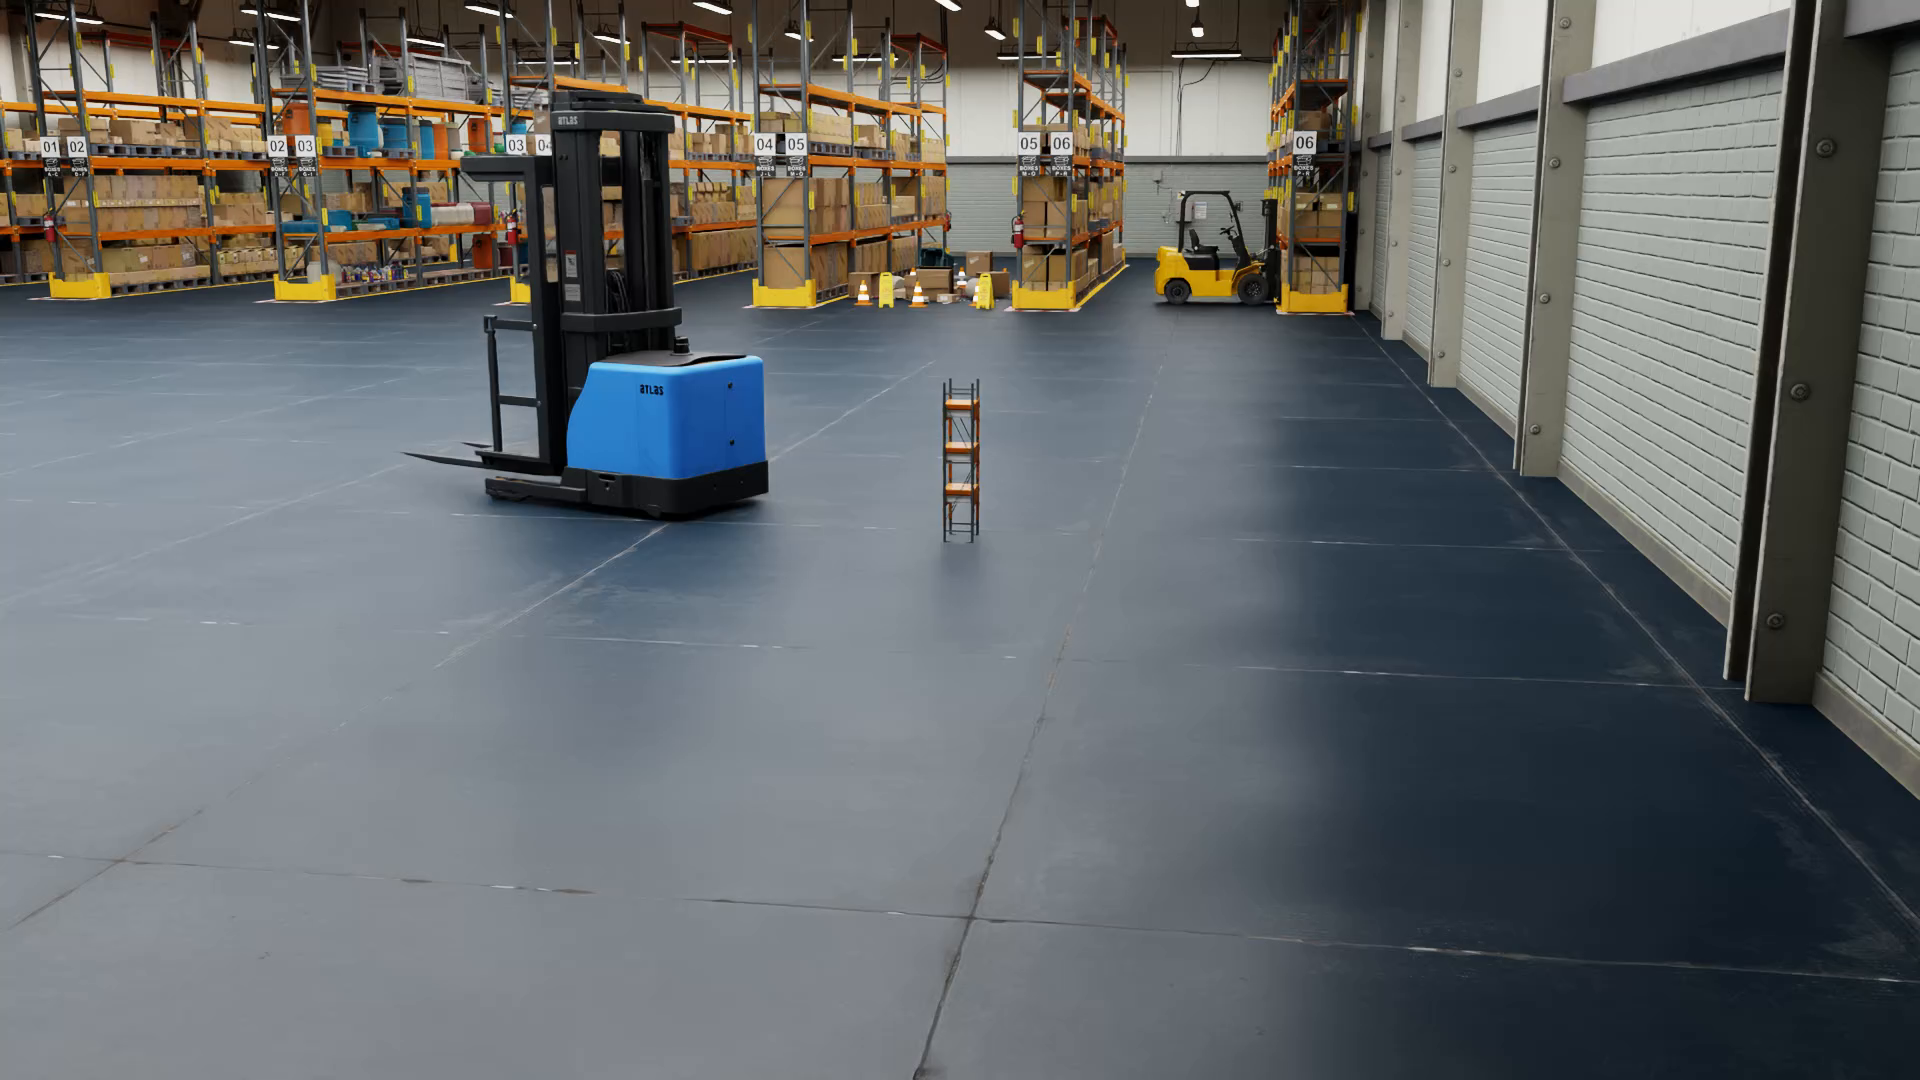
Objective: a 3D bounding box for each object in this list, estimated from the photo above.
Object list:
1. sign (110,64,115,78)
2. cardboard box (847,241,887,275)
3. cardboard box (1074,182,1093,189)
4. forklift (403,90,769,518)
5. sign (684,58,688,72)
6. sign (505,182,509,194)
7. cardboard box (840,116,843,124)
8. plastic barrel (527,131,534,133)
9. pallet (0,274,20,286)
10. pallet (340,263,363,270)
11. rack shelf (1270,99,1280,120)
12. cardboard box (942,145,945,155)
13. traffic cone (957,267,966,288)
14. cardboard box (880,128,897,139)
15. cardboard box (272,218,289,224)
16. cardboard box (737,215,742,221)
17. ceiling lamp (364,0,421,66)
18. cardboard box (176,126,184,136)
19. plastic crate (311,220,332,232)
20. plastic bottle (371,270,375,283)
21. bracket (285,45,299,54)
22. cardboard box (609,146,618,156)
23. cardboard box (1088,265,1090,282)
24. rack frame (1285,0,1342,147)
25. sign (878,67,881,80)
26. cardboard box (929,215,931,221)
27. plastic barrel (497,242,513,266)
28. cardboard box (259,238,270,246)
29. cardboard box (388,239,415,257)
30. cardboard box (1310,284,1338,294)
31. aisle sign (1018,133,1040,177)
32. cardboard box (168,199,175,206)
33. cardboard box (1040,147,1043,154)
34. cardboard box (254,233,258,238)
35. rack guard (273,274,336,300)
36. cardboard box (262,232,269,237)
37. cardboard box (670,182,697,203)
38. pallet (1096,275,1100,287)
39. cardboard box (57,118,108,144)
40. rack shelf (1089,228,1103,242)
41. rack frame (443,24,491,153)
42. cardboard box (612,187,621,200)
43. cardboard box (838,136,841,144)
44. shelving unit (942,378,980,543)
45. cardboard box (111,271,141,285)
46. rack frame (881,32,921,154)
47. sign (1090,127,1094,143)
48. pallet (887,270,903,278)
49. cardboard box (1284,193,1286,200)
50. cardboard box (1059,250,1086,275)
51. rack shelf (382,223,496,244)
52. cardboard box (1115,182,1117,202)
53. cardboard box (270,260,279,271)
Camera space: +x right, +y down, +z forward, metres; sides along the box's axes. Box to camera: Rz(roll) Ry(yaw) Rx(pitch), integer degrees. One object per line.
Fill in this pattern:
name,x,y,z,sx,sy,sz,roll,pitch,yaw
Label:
sign,-21.145,-11.688,41.461,0.100,0.325,0.005,2,12,9
cardboard box,-2.296,-6.594,38.812,1.050,0.750,0.750,2,12,8
cardboard box,2.600,-7.443,34.931,0.380,0.149,0.250,2,12,8
forklift,-2.941,-1.798,12.379,3.031,2.935,1.130,7,14,31
sign,-6.461,-11.206,39.227,0.100,0.325,0.005,2,12,9
sign,-8.775,-6.871,32.258,0.100,0.325,0.005,2,12,9
cardboard box,-2.587,-8.523,33.773,0.380,0.149,0.250,2,12,10
plastic barrel,-11.218,-10.354,43.354,0.600,0.588,0.600,0,12,0
pallet,-22.366,-5.938,38.048,1.003,0.211,1.213,2,12,9
pallet,-16.445,-7.160,43.715,1.003,0.211,1.213,2,12,9
rack shelf,8.621,-11.141,43.045,1.077,0.370,4.000,2,12,9
cardboard box,-0.703,-10.811,46.085,0.500,0.250,0.500,1,12,7
traffic cone,0.042,-5.796,36.790,0.336,0.463,0.334,2,12,9
cardboard box,-1.700,-9.684,39.634,0.396,0.266,0.258,2,12,9
cardboard box,-16.652,-7.796,40.647,0.380,0.149,0.250,2,12,9
cardboard box,-6.010,-8.554,44.163,0.380,0.149,0.250,2,12,9
ceiling lamp,-17.544,-16.204,50.965,2.000,3.185,0.800,2,12,9
cardboard box,-21.332,-11.026,44.853,0.500,0.250,0.500,3,12,13
plastic crate,-13.237,-6.465,34.225,0.499,0.251,0.408,2,12,9
plastic bottle,-12.484,-5.609,35.331,0.097,0.271,0.097,0,12,0
bracket,-20.604,-15.125,51.272,0.235,0.232,0.430,2,12,9
cardboard box,-7.517,-8.142,34.891,0.500,0.250,0.500,2,12,10
cardboard box,2.256,-5.670,35.423,0.950,0.372,0.625,2,12,9
rack frame,7.083,-9.413,33.309,1.000,3.000,0.127,2,12,9
sign,-2.032,-11.894,42.418,0.100,0.325,0.005,2,12,9
cardboard box,-0.977,-8.646,44.588,0.380,0.149,0.250,2,12,11
plastic barrel,-11.661,-7.318,42.558,0.600,0.588,0.708,2,12,9
cardboard box,-20.614,-8.566,48.558,0.700,0.500,0.500,1,12,7
cardboard box,-15.888,-8.334,47.426,0.797,0.503,0.637,2,12,9
cardboard box,6.737,-4.604,30.768,0.500,0.250,0.500,2,12,9
aisle sign,1.267,-7.075,30.530,0.394,0.787,0.004,2,12,9
cardboard box,-17.390,-7.373,36.310,0.380,0.149,0.250,2,12,8
cardboard box,1.341,-7.234,30.917,0.380,0.149,0.250,2,12,9
cardboard box,-20.794,-8.914,48.632,0.380,0.149,0.250,2,12,9
rack guard,-13.158,-5.084,33.398,1.175,0.500,0.348,2,12,9
cardboard box,-20.339,-9.006,49.060,0.380,0.149,0.250,2,12,10
cardboard box,-6.871,-8.485,40.625,0.797,0.503,0.637,2,12,11
pallet,2.671,-5.947,38.087,1.003,0.211,1.213,2,12,9
cardboard box,-17.925,-8.360,33.972,0.797,0.503,0.637,3,12,13
rack shelf,2.486,-6.705,36.691,1.077,0.370,4.000,2,12,9
rack frame,-11.893,-10.887,40.150,1.000,3.000,0.127,2,12,9
cardboard box,-7.487,-7.437,35.067,0.500,0.500,0.500,2,12,9
cardboard box,-2.625,-8.079,33.605,0.380,0.149,0.250,2,12,10
shelving unit,0.008,-0.524,10.934,0.215,1.050,0.252,2,12,9
cardboard box,-17.642,-5.520,35.016,0.500,0.250,0.500,2,12,9
rack frame,-1.498,-11.377,42.426,1.000,3.000,0.127,2,12,9
sign,2.715,-8.343,34.239,0.100,0.325,0.005,2,12,9
pallet,-1.992,-6.411,40.242,1.003,0.211,1.213,2,12,9
cardboard box,6.741,-6.935,33.568,0.380,0.149,0.250,2,12,10
cardboard box,2.276,-5.630,33.747,0.500,0.500,0.500,2,12,10
rack shelf,-12.201,-7.186,38.926,1.077,0.370,4.000,2,12,9
cardboard box,3.805,-9.039,43.206,0.500,0.500,0.500,2,12,8
cardboard box,-16.783,-6.647,40.247,0.500,0.250,0.500,2,12,10
